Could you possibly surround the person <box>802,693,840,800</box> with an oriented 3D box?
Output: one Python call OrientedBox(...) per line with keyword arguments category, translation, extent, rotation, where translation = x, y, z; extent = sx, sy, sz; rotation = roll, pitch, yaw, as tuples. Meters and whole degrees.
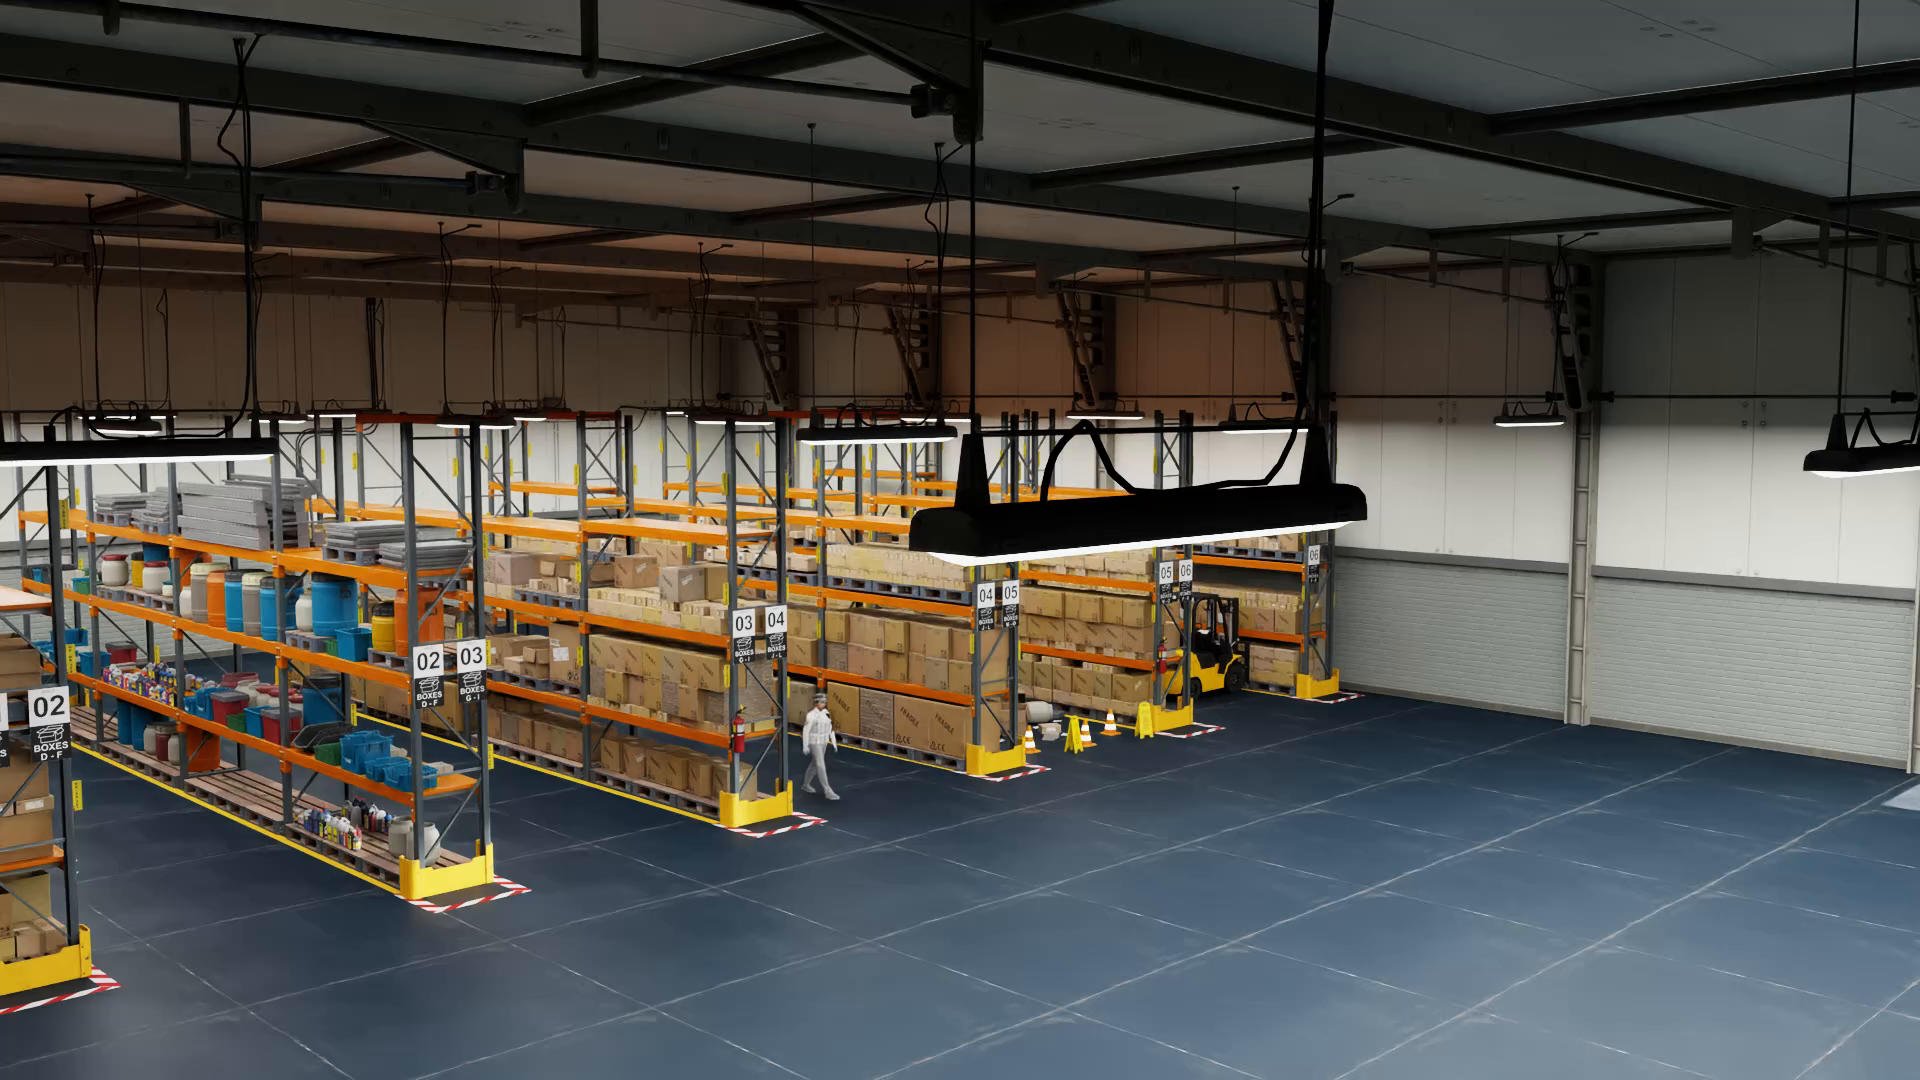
OrientedBox(category="person", translation=(-2.163, 3.219, 26.214), extent=(0.930, 1.628, 0.497), rotation=(3, 6, 34))
